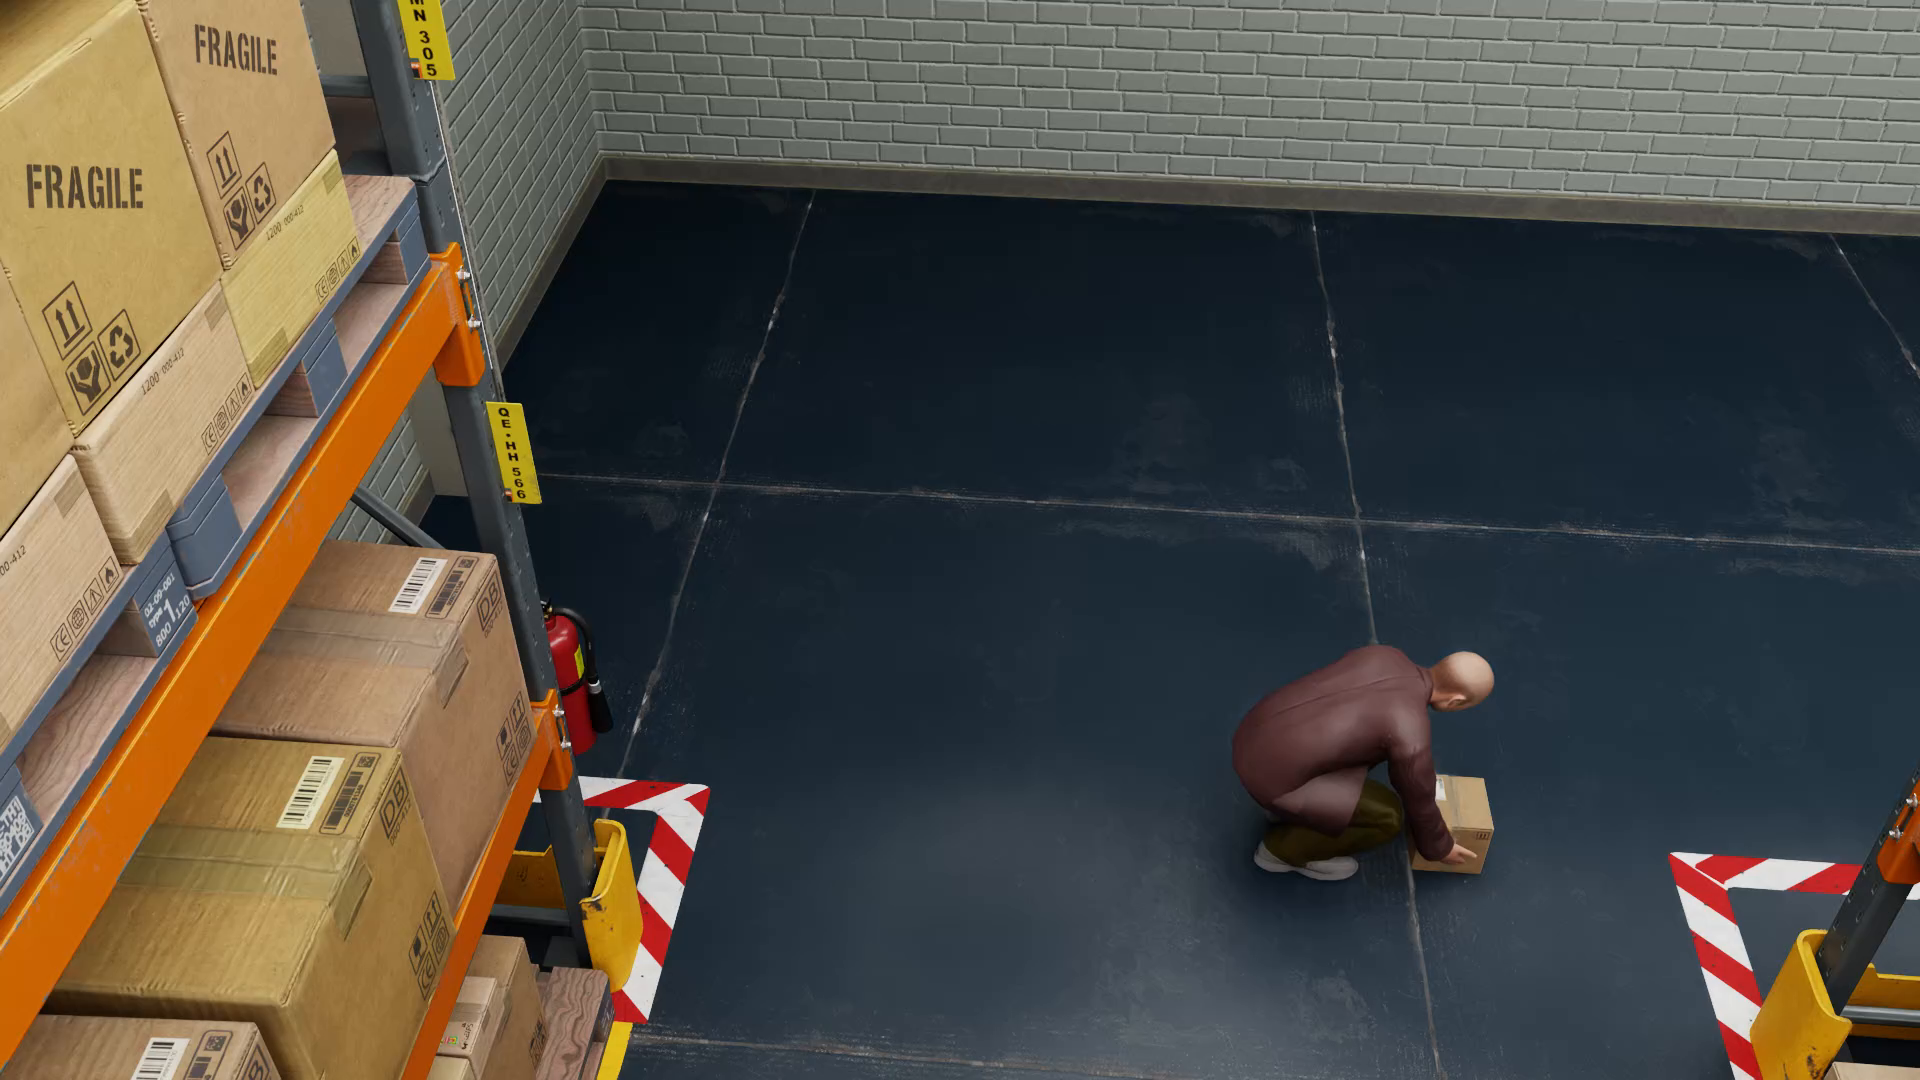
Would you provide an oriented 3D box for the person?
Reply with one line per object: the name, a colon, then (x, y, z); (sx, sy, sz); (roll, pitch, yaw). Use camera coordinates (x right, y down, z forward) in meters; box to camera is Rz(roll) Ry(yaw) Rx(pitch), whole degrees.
person: (1.421, 0.767, 5.926); (0.906, 0.906, 0.606); (3, 40, 4)
